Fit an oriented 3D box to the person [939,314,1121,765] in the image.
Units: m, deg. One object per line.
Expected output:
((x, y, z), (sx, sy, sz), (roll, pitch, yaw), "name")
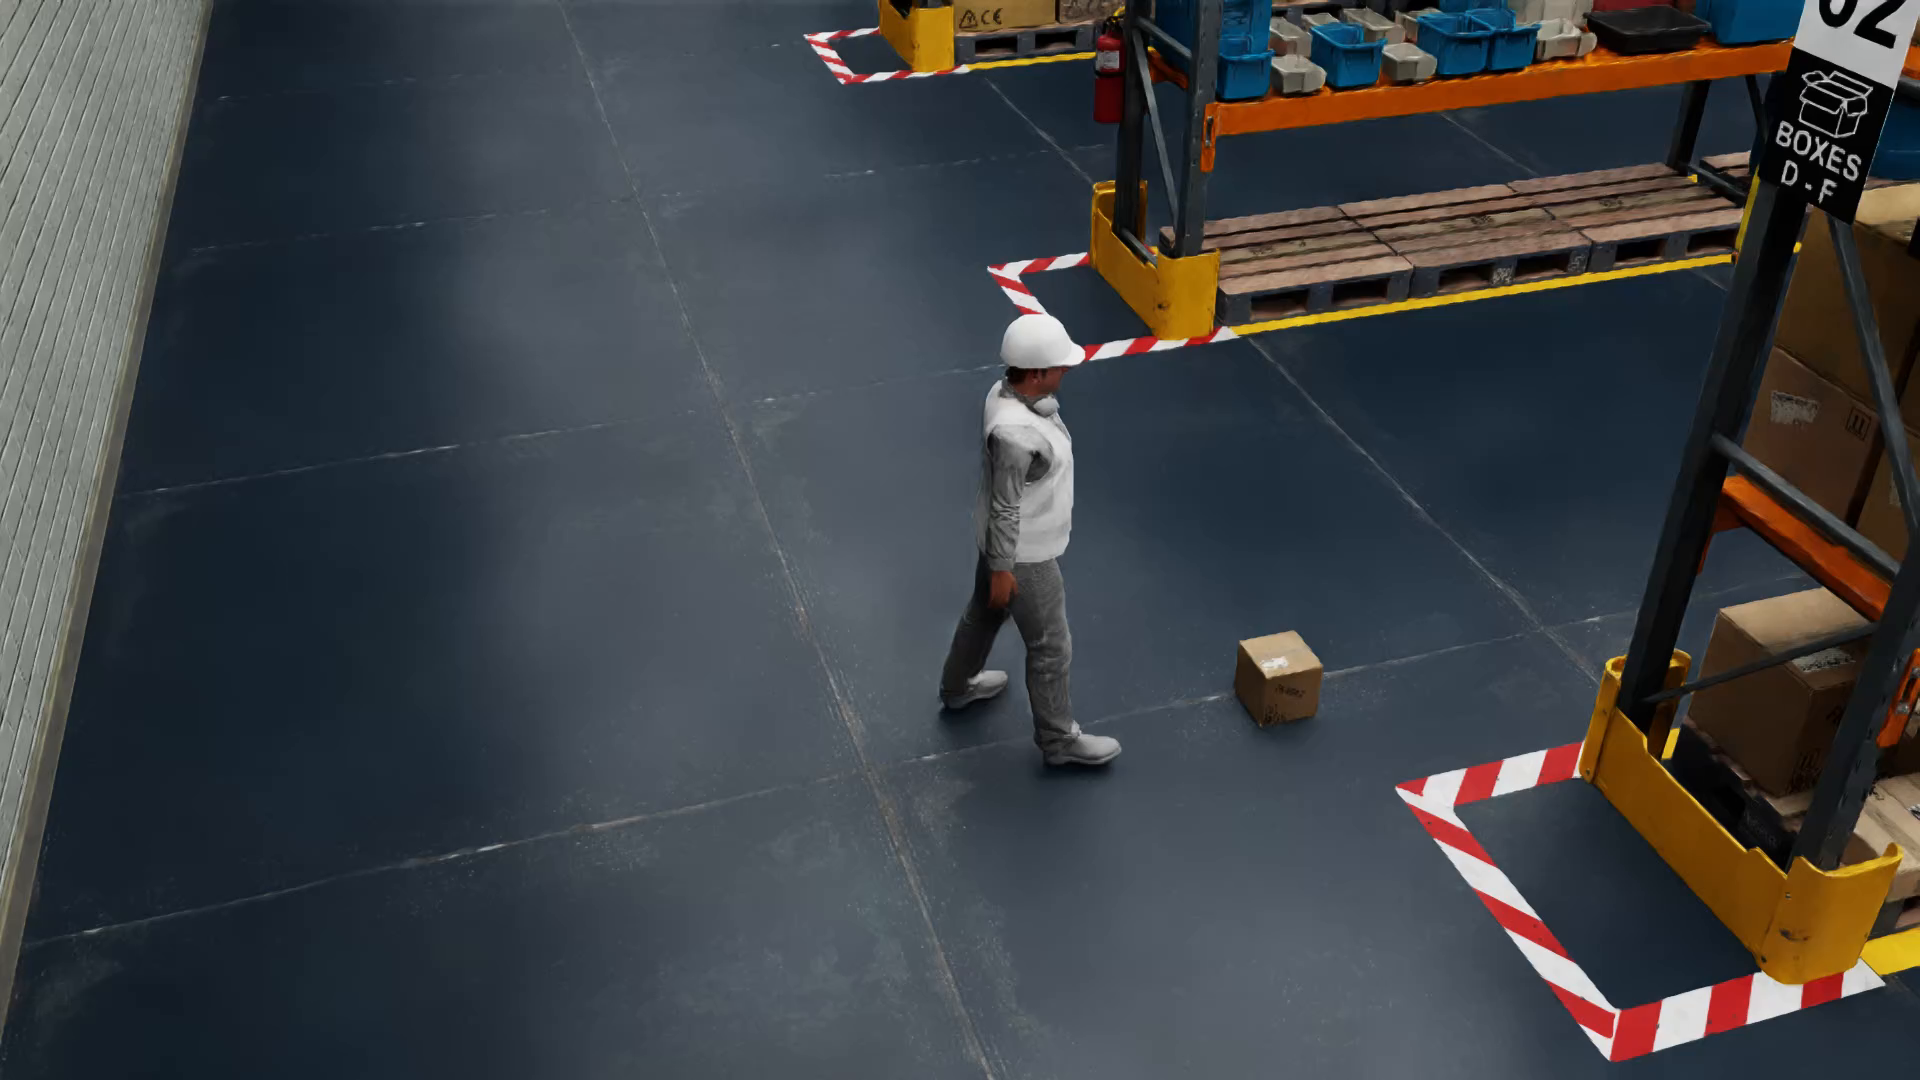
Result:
((0.263, -0.008, 6.119), (0.680, 1.758, 0.613), (-2, 34, -3), "person")
